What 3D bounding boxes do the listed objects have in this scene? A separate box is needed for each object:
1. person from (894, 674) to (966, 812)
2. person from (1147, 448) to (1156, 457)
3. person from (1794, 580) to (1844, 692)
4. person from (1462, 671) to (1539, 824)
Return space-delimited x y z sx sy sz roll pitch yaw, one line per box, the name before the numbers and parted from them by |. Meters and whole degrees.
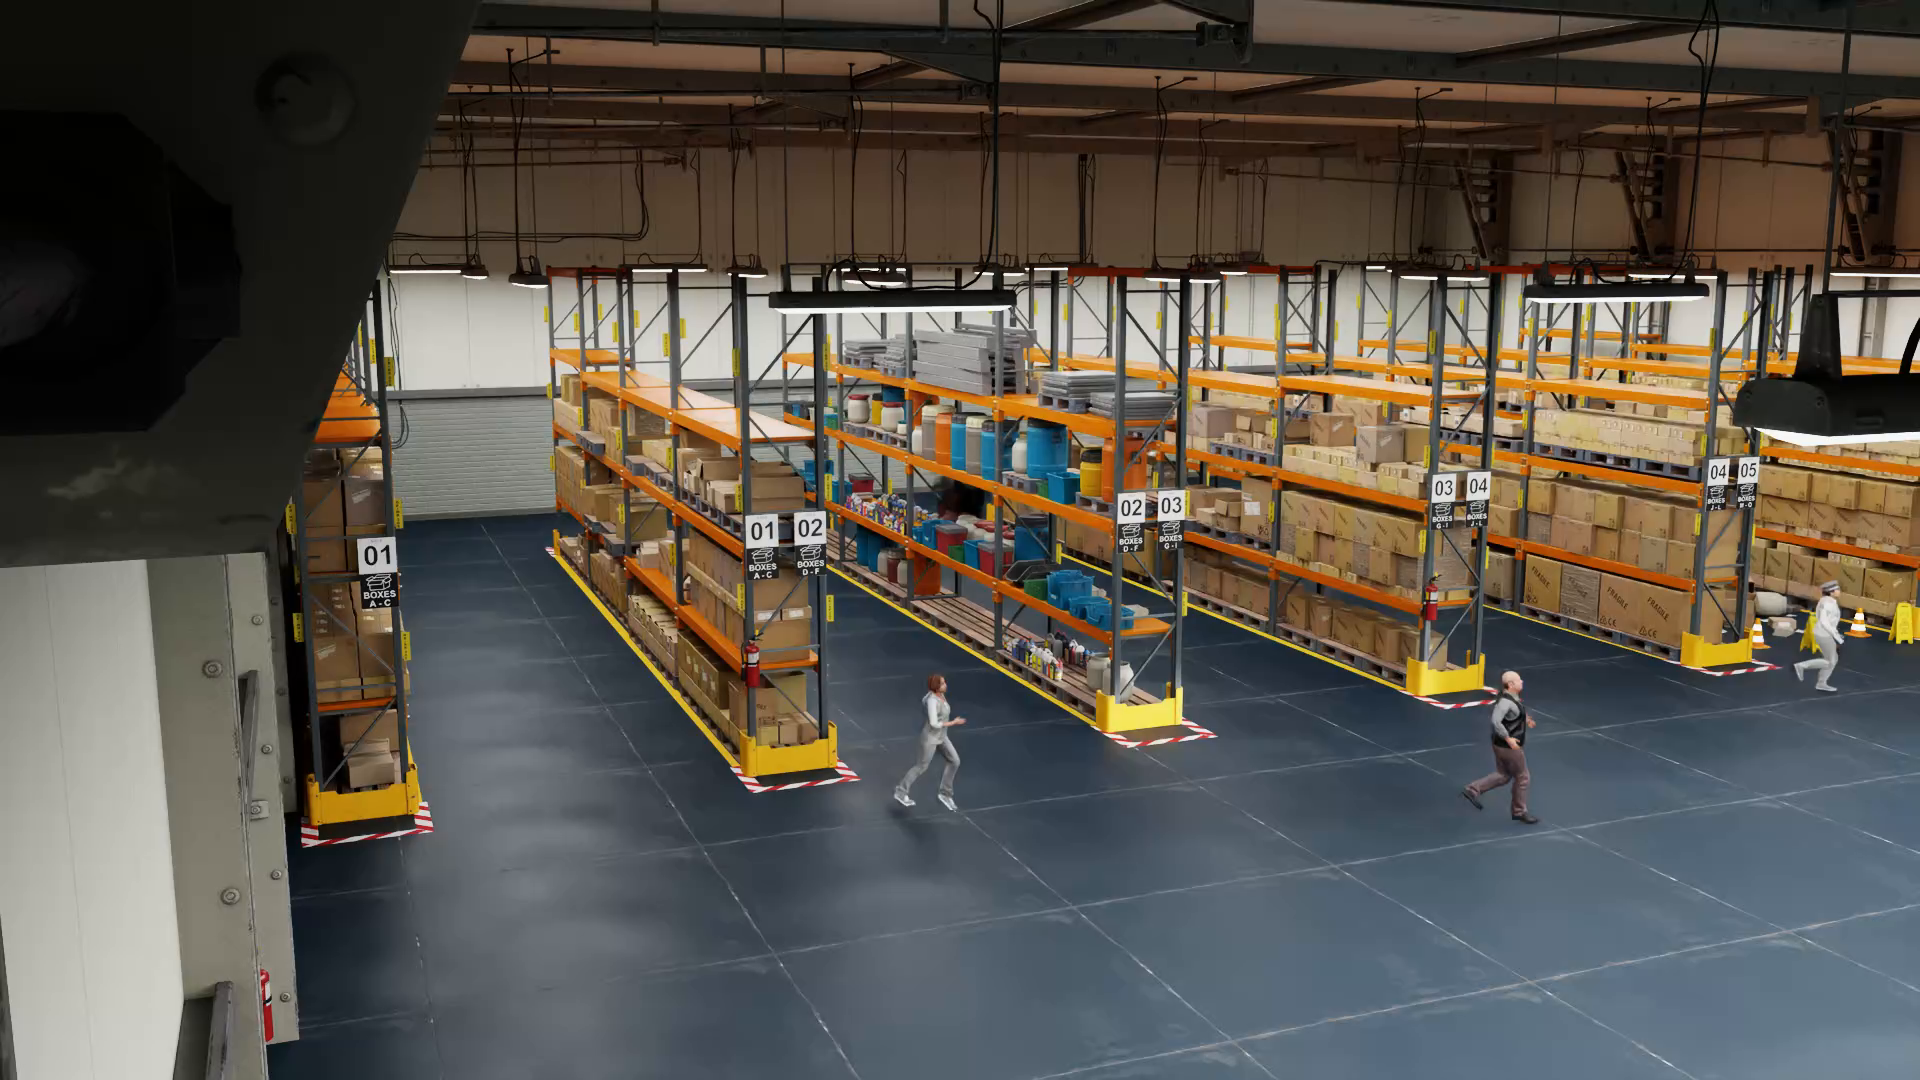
person | -0.318 2.295 18.901 0.831 1.625 0.546 3 10 18
person | 4.497 -1.577 40.687 0.515 1.726 0.734 -8 13 -39
person | 12.434 1.372 24.076 0.597 1.647 0.606 4 11 21
person | 6.071 2.299 18.570 0.850 1.729 0.653 2 10 10
